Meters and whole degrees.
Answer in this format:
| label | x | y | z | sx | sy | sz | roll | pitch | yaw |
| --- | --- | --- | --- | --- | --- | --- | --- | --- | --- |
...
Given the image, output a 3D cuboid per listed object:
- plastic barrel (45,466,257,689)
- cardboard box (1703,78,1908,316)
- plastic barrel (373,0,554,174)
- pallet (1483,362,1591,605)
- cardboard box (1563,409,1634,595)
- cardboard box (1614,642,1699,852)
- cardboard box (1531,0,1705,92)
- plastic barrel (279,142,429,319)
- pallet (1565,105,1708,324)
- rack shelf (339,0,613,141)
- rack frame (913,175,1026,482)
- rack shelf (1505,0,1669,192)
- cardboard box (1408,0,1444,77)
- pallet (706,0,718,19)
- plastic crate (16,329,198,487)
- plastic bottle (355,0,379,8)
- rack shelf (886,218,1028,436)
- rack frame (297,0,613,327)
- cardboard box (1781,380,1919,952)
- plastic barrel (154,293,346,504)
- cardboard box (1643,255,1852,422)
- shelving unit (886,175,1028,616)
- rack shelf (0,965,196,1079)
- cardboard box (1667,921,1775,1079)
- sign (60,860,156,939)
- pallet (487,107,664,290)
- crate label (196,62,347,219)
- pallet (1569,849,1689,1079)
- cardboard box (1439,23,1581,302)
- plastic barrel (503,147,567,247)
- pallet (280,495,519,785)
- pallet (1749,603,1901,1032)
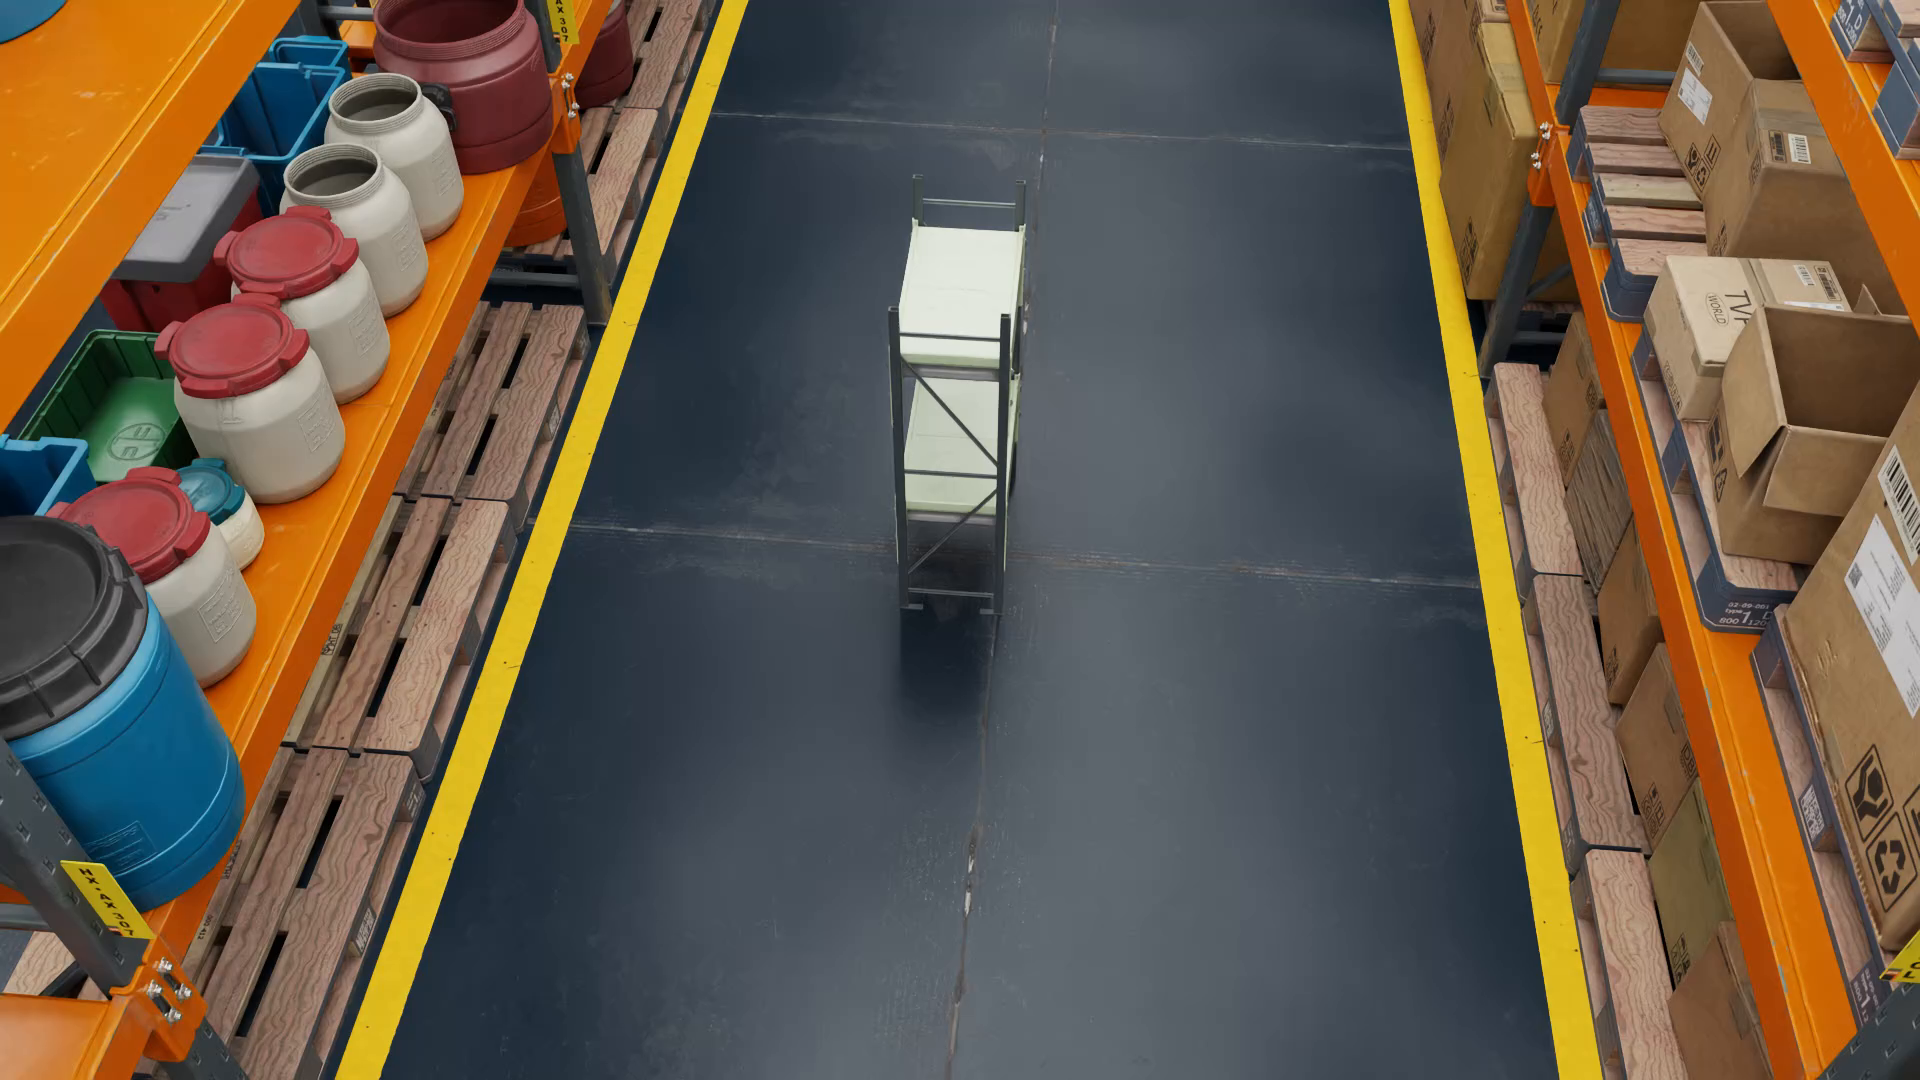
| label | x | y | z | sx | sy | sz | roll | pitch | yaw |
| --- | --- | --- | --- | --- | --- | --- | --- | --- | --- |
| plastic barrel | -2.175 | 0.135 | 4.502 | 0.433 | 0.535 | 0.433 | 0 | 48 | 0 |
| cardboard box | 2.856 | -1.096 | 5.368 | 0.700 | 0.500 | 0.500 | 10 | 48 | 9 |
| plastic barrel | -1.857 | -1.755 | 6.230 | 0.600 | 0.536 | 0.708 | 4 | 48 | 4 |
| pallet | 2.744 | -0.222 | 6.810 | 1.003 | 0.211 | 1.213 | 4 | 48 | 4 |
| cardboard box | 2.737 | -0.140 | 6.241 | 0.700 | 0.500 | 0.500 | 0 | 48 | 0 |
| cardboard box | 2.642 | 0.687 | 5.485 | 0.700 | 0.500 | 0.500 | 0 | 48 | 0 |
| cardboard box | 2.615 | -2.150 | 6.616 | 0.500 | 0.500 | 0.500 | 5 | 48 | 5 |
| plastic barrel | -2.035 | -1.028 | 5.582 | 0.421 | 0.512 | 0.421 | 0 | 48 | 0 |
| pallet | 2.858 | -1.142 | 5.892 | 1.213 | 0.211 | 1.003 | 4 | 48 | 4 |
| rack shelf | -1.934 | -3.297 | 8.221 | 1.077 | 0.370 | 4.000 | 4 | 48 | 4 |
| rack frame | 0.033 | -0.770 | 6.438 | 0.400 | 1.500 | 0.023 | 4 | 48 | 4 |
| rack shelf | 2.999 | -2.964 | 7.916 | 1.077 | 0.370 | 4.000 | 4 | 48 | 4 |
| cardboard box | 3.062 | -2.973 | 8.592 | 1.225 | 0.875 | 0.875 | 2 | 48 | 2 |
| pallet | -1.863 | -3.505 | 9.812 | 1.003 | 0.211 | 1.213 | 4 | 48 | 4 |
| plastic crate | -2.603 | -0.358 | 5.189 | 0.450 | 0.188 | 0.662 | 4 | 48 | 4 |
| plastic bottle | -2.504 | -2.357 | 6.952 | 0.061 | 0.283 | 0.133 | 4 | 48 | 4 |
| rack shelf | -0.001 | -0.765 | 5.904 | 0.431 | 0.370 | 0.720 | 4 | 48 | 4 |
| rack frame | -2.116 | -2.070 | 6.611 | 1.000 | 3.000 | 0.127 | 4 | 48 | 4 |
| cardboard box | 2.664 | 0.283 | 3.767 | 1.000 | 1.000 | 1.000 | 4 | 48 | 4 |
| plastic barrel | -2.108 | -0.404 | 4.995 | 0.433 | 0.535 | 0.433 | 0 | 48 | 0 |
| cardboard box | 2.435 | -0.612 | 5.094 | 0.500 | 0.250 | 0.500 | 3 | 48 | 2 |
| shelving unit | -0.001 | -0.501 | 6.192 | 0.431 | 1.500 | 0.755 | 4 | 48 | 4 |
| rack shelf | -2.663 | 2.581 | 2.844 | 1.077 | 0.370 | 4.000 | 4 | 48 | 4 |
| cardboard box | 2.529 | 1.447 | 4.789 | 0.700 | 0.500 | 0.500 | 1 | 48 | 1 |
| sign | -1.934 | 0.821 | 3.779 | 0.100 | 0.325 | 0.005 | 4 | 48 | 4 |
| pallet | -2.086 | -1.712 | 8.172 | 1.003 | 0.211 | 1.213 | 4 | 48 | 4 |
| crate label | -2.476 | -1.371 | 5.947 | 0.502 | 0.435 | 0.616 | 4 | 48 | 4 |
| pallet | 2.521 | 1.571 | 5.170 | 1.003 | 0.211 | 1.213 | 4 | 48 | 4 |
| cardboard box | 2.900 | -1.668 | 7.398 | 1.225 | 0.875 | 0.875 | 2 | 48 | 2 |
| plastic barrel | -2.088 | -1.840 | 7.587 | 0.600 | 0.830 | 0.708 | 4 | 48 | 4 |
| pallet | -2.339 | 0.331 | 6.304 | 1.003 | 0.211 | 1.213 | 4 | 48 | 4 |
| pallet | 2.666 | 0.715 | 4.193 | 1.003 | 0.211 | 1.213 | 4 | 48 | 4 |
